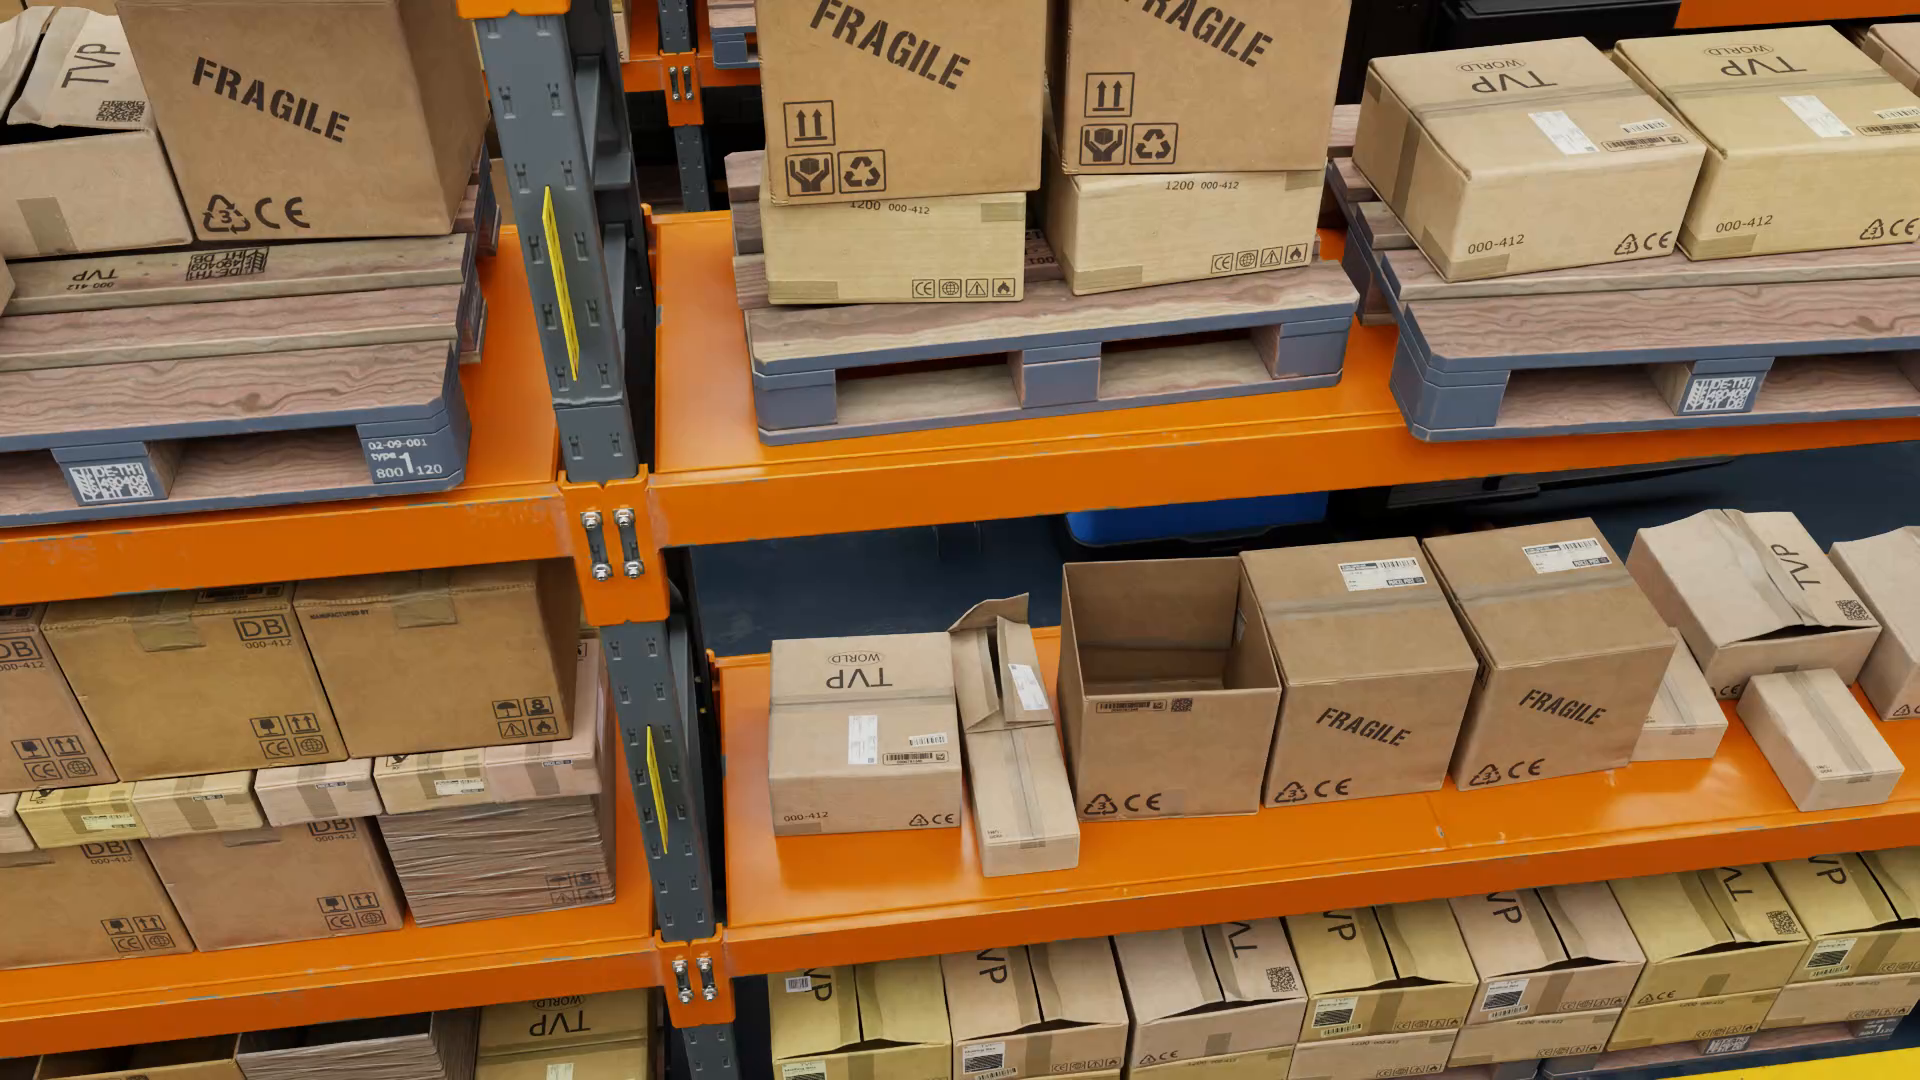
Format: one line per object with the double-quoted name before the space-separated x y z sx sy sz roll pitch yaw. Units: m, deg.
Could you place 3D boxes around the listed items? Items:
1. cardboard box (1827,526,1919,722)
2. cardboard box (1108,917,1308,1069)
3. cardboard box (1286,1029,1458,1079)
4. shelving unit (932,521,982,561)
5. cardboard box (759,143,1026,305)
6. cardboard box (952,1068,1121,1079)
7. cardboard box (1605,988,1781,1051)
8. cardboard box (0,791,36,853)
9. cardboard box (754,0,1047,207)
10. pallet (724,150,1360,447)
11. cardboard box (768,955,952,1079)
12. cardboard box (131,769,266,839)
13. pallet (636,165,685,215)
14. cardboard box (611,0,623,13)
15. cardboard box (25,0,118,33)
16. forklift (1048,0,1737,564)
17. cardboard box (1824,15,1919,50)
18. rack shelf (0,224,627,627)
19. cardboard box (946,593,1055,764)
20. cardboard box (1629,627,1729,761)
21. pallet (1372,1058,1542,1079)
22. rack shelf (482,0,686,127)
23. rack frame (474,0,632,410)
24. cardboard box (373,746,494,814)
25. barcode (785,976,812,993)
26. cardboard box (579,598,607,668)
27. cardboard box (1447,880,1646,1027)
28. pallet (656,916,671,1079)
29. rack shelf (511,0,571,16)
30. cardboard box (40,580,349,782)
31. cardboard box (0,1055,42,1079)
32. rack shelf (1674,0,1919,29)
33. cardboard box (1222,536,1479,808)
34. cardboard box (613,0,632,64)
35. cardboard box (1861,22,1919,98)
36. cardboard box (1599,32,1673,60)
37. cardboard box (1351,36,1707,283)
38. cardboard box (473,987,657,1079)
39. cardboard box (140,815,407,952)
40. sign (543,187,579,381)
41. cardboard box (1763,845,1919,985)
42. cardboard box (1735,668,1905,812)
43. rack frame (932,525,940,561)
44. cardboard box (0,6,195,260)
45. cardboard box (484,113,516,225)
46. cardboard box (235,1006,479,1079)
"cardboard box" 2.856 0.228 4.824 0.500 0.311 0.500 -3 42 -3
"cardboard box" 0.708 1.240 4.956 0.500 0.311 0.500 -6 42 -7
"cardboard box" 1.213 1.400 5.197 0.500 0.250 0.500 -4 42 -5
"shelving unit" -0.014 -0.444 6.847 0.189 1.200 0.258 -5 42 -6
"cardboard box" -0.132 -0.722 3.370 0.500 0.250 0.500 -1 42 -1
"cardboard box" 0.195 1.491 5.097 0.500 0.250 0.500 -4 42 -4
"cardboard box" 2.222 1.312 5.295 0.500 0.250 0.500 -5 42 -6
"cardboard box" -2.245 0.537 3.857 0.250 0.149 0.380 -4 42 -4
"cardboard box" -0.127 -0.980 3.096 0.500 0.500 0.500 -5 42 -5
"pallet" 0.129 -0.589 3.566 1.217 0.209 0.805 -7 42 -7
"cardboard box" -0.302 1.326 4.861 0.500 0.311 0.500 -5 42 -5
"cardboard box" -1.751 0.495 3.902 0.250 0.149 0.380 -5 42 -6
"pallet" -2.051 -1.633 8.903 1.213 0.211 1.003 -5 42 -6
"cardboard box" -1.819 -2.734 7.578 0.500 0.500 0.500 -5 42 -6
"cardboard box" -3.839 -2.552 7.377 0.500 0.500 0.500 -6 42 -7
"forklift" 1.871 -1.332 6.539 3.031 2.935 1.130 -6 42 -7
"cardboard box" 5.034 -2.581 9.163 0.750 0.750 0.750 -4 42 -4
"rack shelf" -2.727 -0.134 3.456 4.000 0.370 1.077 -5 42 -6
"cardboard box" 0.104 0.391 4.677 0.258 0.266 0.396 -6 42 -7
"cardboard box" 1.965 0.434 4.717 0.250 0.149 0.380 -2 42 -2
"pallet" 1.194 1.377 5.566 1.213 0.211 1.003 -5 42 -6
"rack shelf" -3.373 -2.309 8.108 4.000 0.370 1.077 -5 42 -6
"rack frame" -0.744 -1.688 2.403 0.127 3.000 1.000 -5 42 -6
"cardboard box" -1.231 0.448 3.955 0.250 0.149 0.380 -6 42 -6
"barcode" -0.437 1.202 4.499 0.075 0.075 0.001 -5 42 -6
"cardboard box" -1.036 0.156 4.278 0.250 0.149 0.380 -5 42 -6
"cardboard box" 1.719 1.149 5.057 0.500 0.311 0.500 -5 42 -6
"pallet" -1.538 1.616 5.301 1.213 0.211 1.003 -5 42 -6
"rack shelf" 1.239 -1.446 2.970 4.000 0.370 1.077 -5 42 -6
"cardboard box" -1.684 0.108 3.847 0.500 0.500 0.700 -5 42 -6
"cardboard box" -2.662 1.446 4.587 0.500 0.500 0.500 -5 42 -6
"rack shelf" 4.559 -3.004 8.878 4.000 0.370 1.077 -5 42 -6
"cardboard box" 1.039 0.357 4.540 0.500 0.500 0.500 -5 42 -5
"cardboard box" -1.820 -2.459 7.834 0.500 0.250 0.500 -5 42 -5
"cardboard box" 2.262 -0.888 3.553 0.500 0.250 0.500 -4 42 -4
"cardboard box" 3.322 -2.432 8.998 0.750 0.750 0.750 -6 42 -6
"cardboard box" 1.160 -0.800 3.456 0.500 0.250 0.500 -8 43 -9
"cardboard box" -1.175 1.590 4.987 0.500 0.250 0.500 -5 42 -6
"cardboard box" -1.705 0.595 4.276 0.500 0.500 0.700 -5 42 -6
"sign" -0.670 -0.427 2.799 0.005 0.325 0.100 -5 42 -6
"cardboard box" 2.735 1.058 5.158 0.500 0.311 0.500 -4 42 -4
"cardboard box" 2.366 0.547 4.592 0.250 0.149 0.380 -5 42 -6
"rack frame" -0.105 -0.436 6.838 0.006 1.200 0.240 -5 42 -6
"cardboard box" -1.813 -0.834 3.344 0.500 0.311 0.500 -7 43 -8
"cardboard box" -2.414 -1.869 8.620 0.500 0.500 0.500 -8 43 -9
"cardboard box" -1.673 1.347 4.696 0.500 0.500 0.500 -5 42 -6
